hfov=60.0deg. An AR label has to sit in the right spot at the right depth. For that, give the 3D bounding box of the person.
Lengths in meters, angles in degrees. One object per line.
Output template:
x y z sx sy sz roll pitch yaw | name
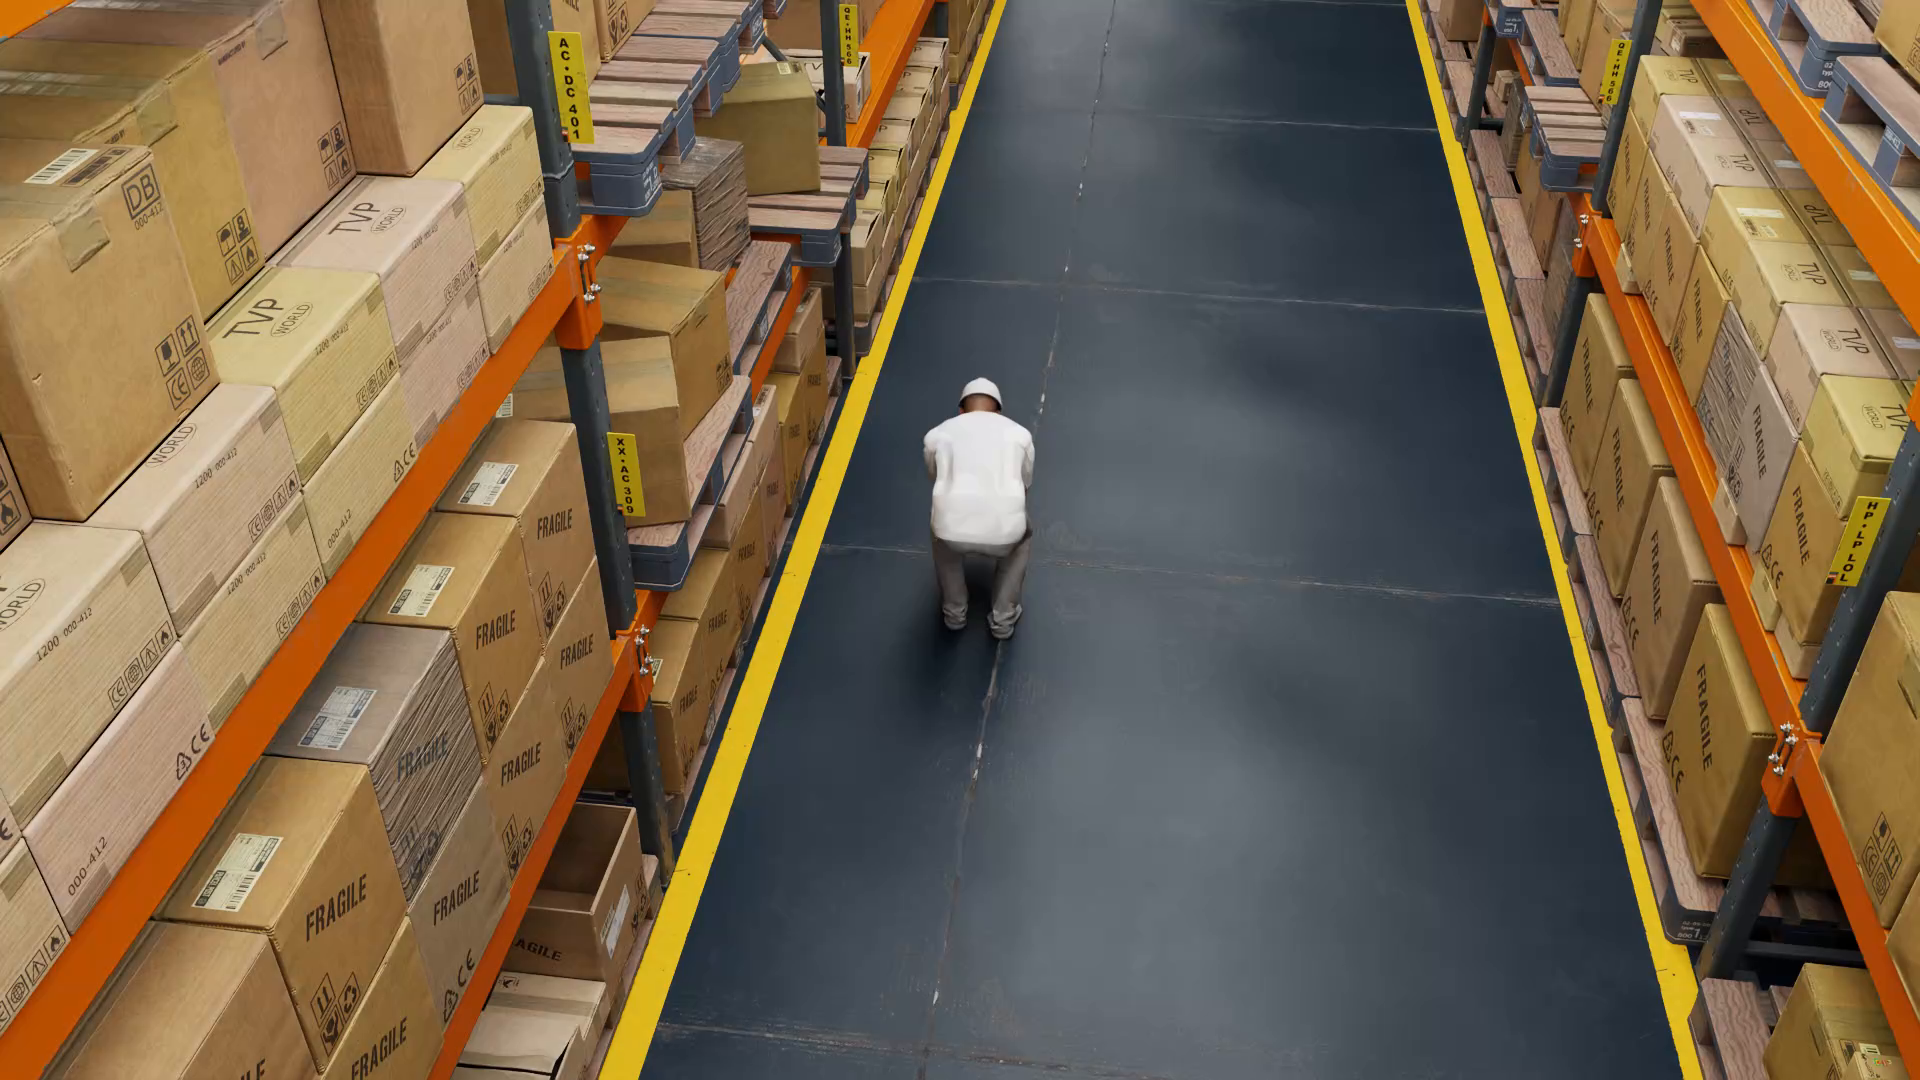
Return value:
0.083 -0.122 7.827 0.527 1.019 0.959 2 36 3 | person
